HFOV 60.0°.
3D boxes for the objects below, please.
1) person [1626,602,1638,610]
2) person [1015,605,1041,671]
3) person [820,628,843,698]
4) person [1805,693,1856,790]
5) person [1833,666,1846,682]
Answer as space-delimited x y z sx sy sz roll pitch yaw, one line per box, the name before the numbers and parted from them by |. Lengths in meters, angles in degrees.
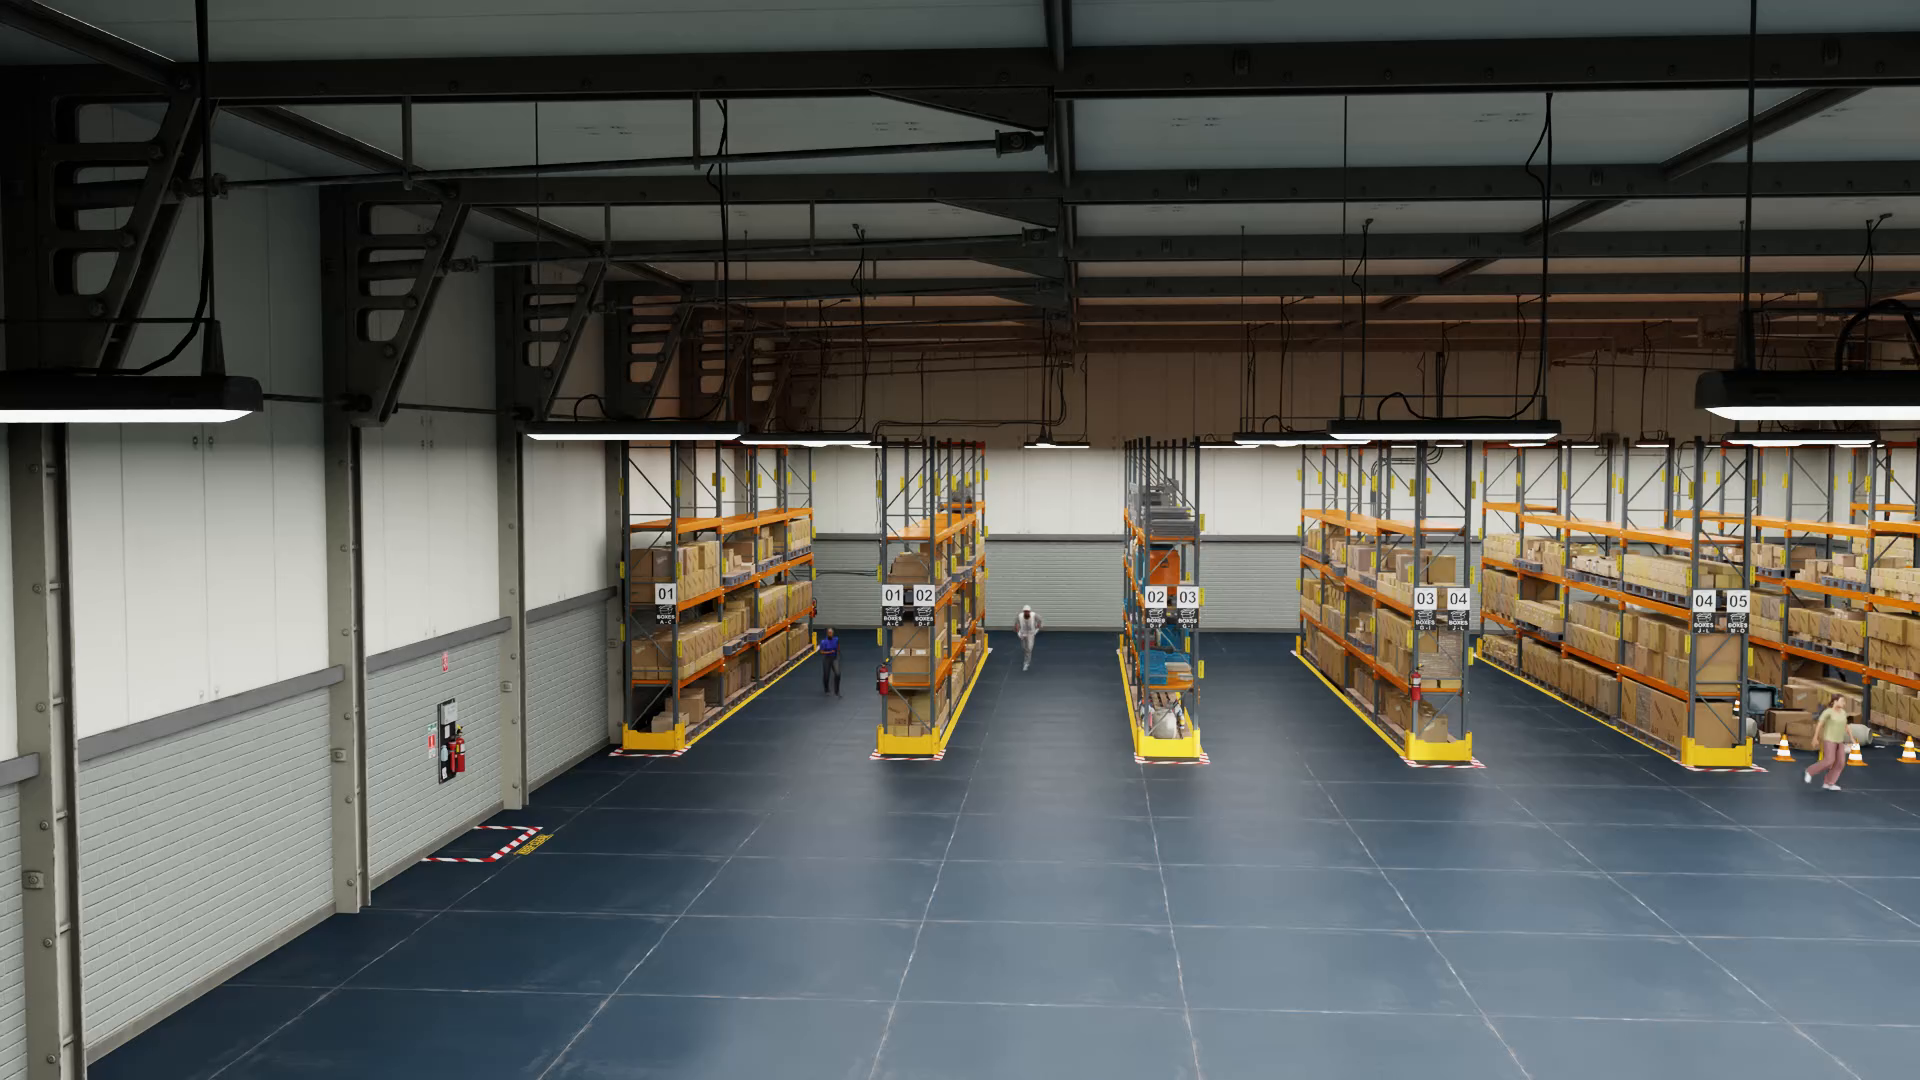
person | 19.126 2.306 47.711 0.936 1.754 0.774 0 3 -1
person | 1.785 2.547 43.777 0.698 1.729 1.006 0 3 1
person | -3.024 2.847 38.743 0.578 1.641 0.893 -1 3 -18
person | 14.703 3.395 28.143 0.618 1.639 0.637 -1 3 -21
person | 21.247 2.702 40.491 0.655 1.699 0.905 0 3 2
